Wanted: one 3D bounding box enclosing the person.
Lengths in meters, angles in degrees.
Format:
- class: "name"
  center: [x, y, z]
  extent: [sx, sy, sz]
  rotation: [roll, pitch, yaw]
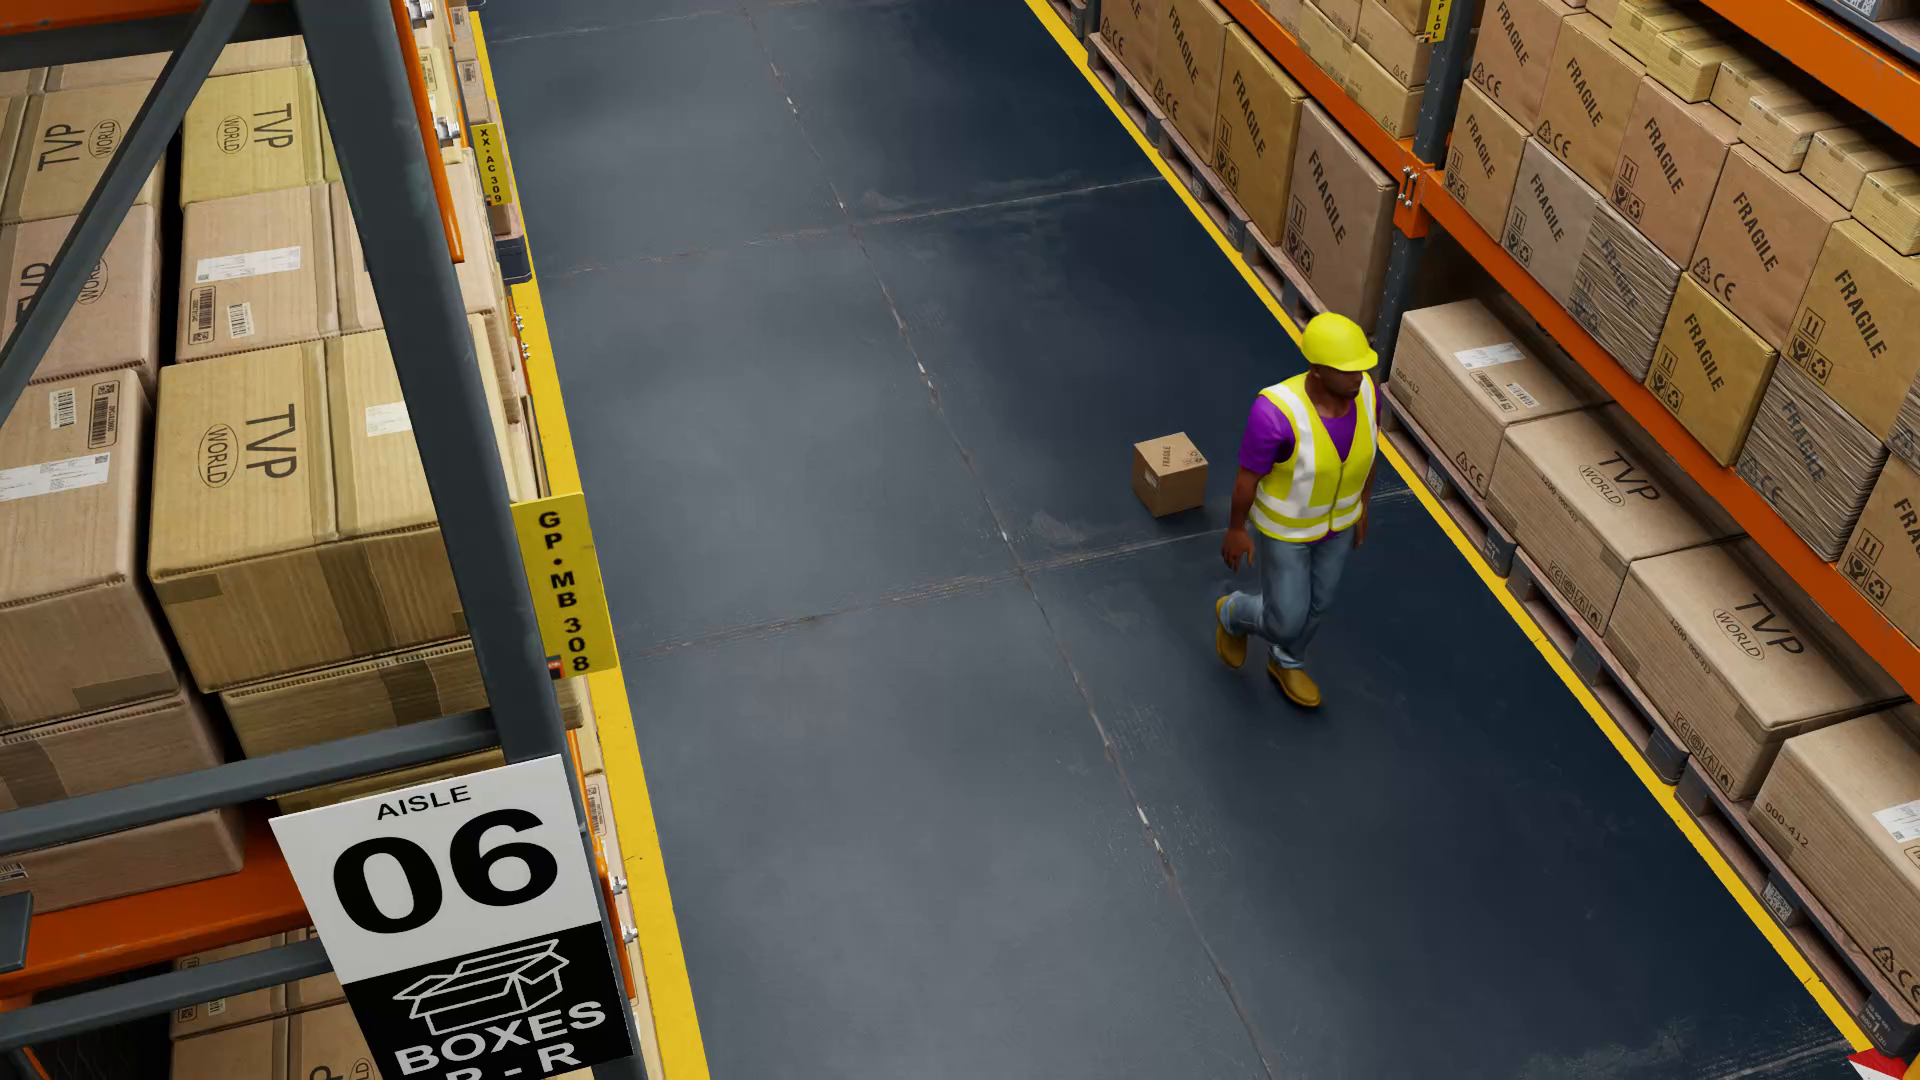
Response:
- class: "person"
  center: [1.265, -0.097, 6.209]
  extent: [0.603, 1.759, 0.516]
  rotation: [-18, 45, -19]
